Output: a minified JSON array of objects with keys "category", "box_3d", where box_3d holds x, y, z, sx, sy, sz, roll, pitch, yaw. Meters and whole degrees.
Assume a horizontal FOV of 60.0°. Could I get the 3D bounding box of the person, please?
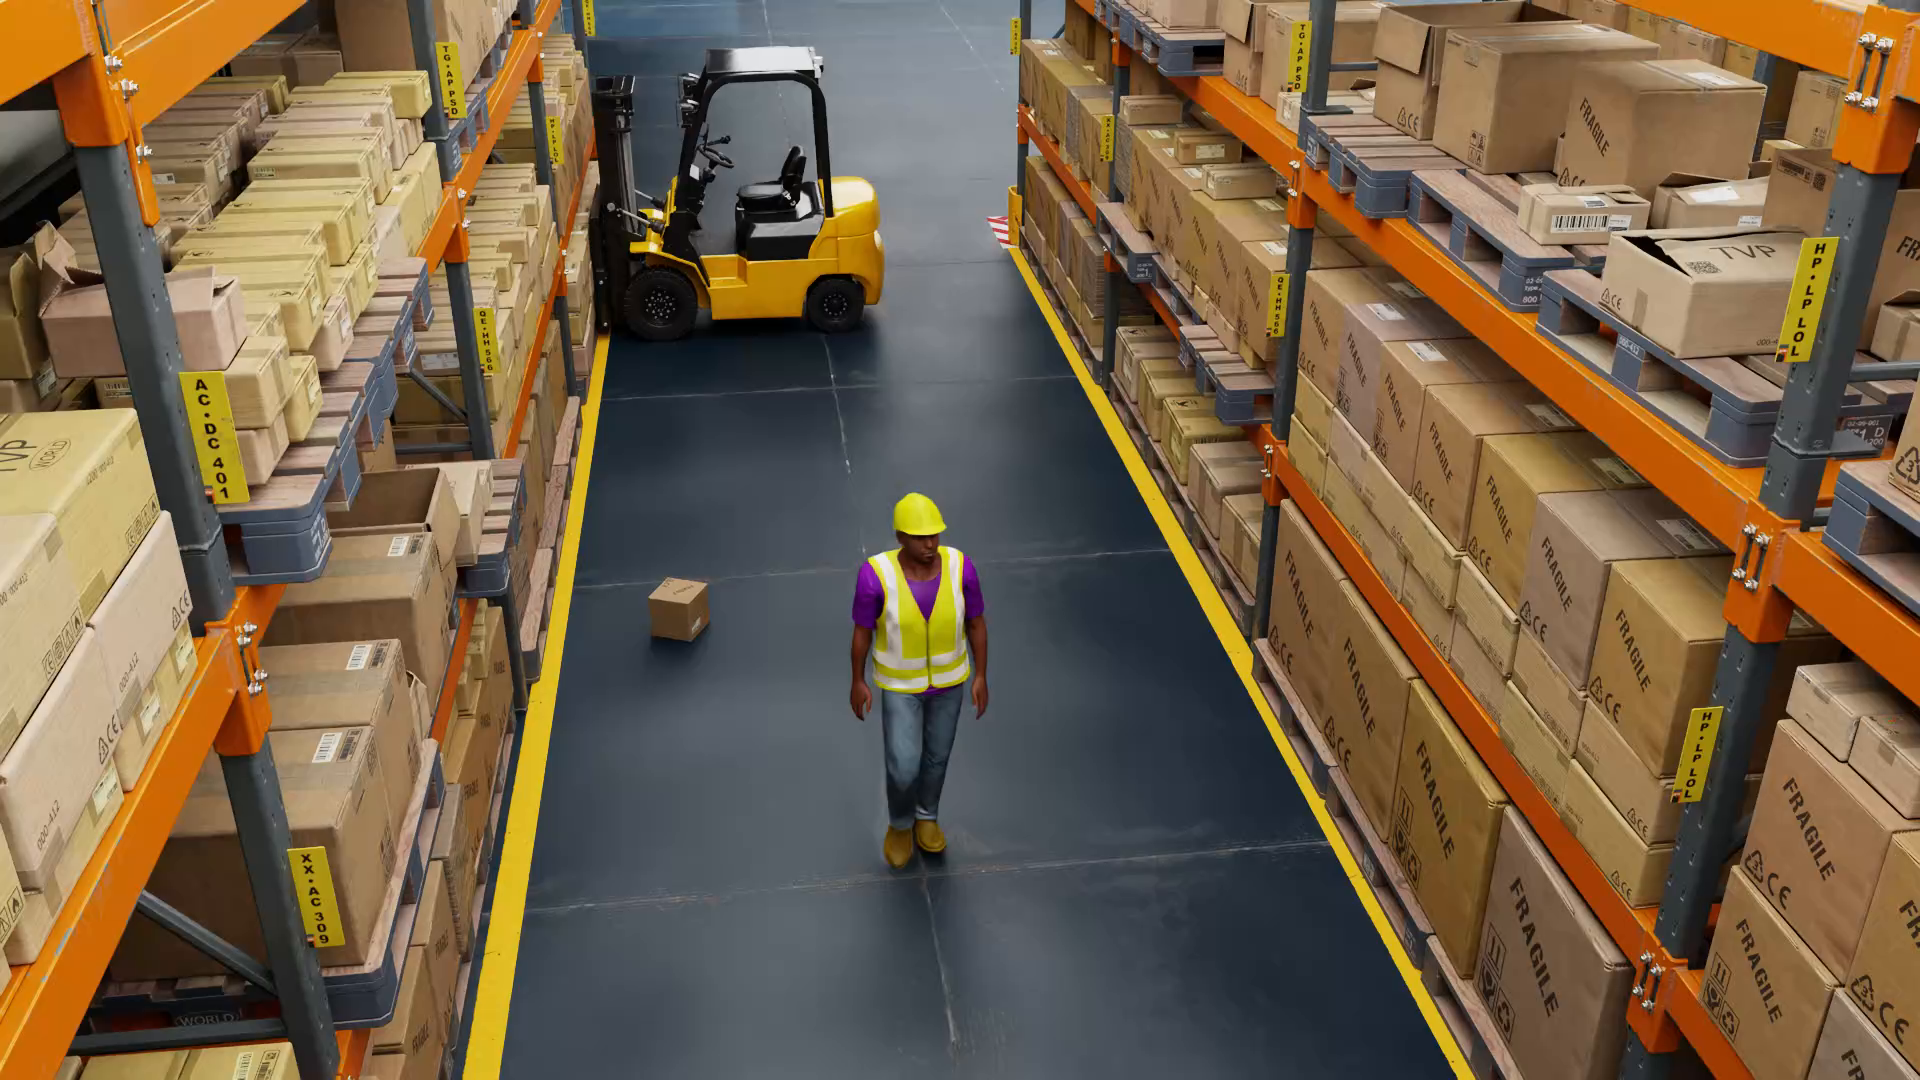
[{"category":"person","box_3d":[-0.158,0.654,7.285,0.608,1.801,0.477,-8,28,-16]}]
